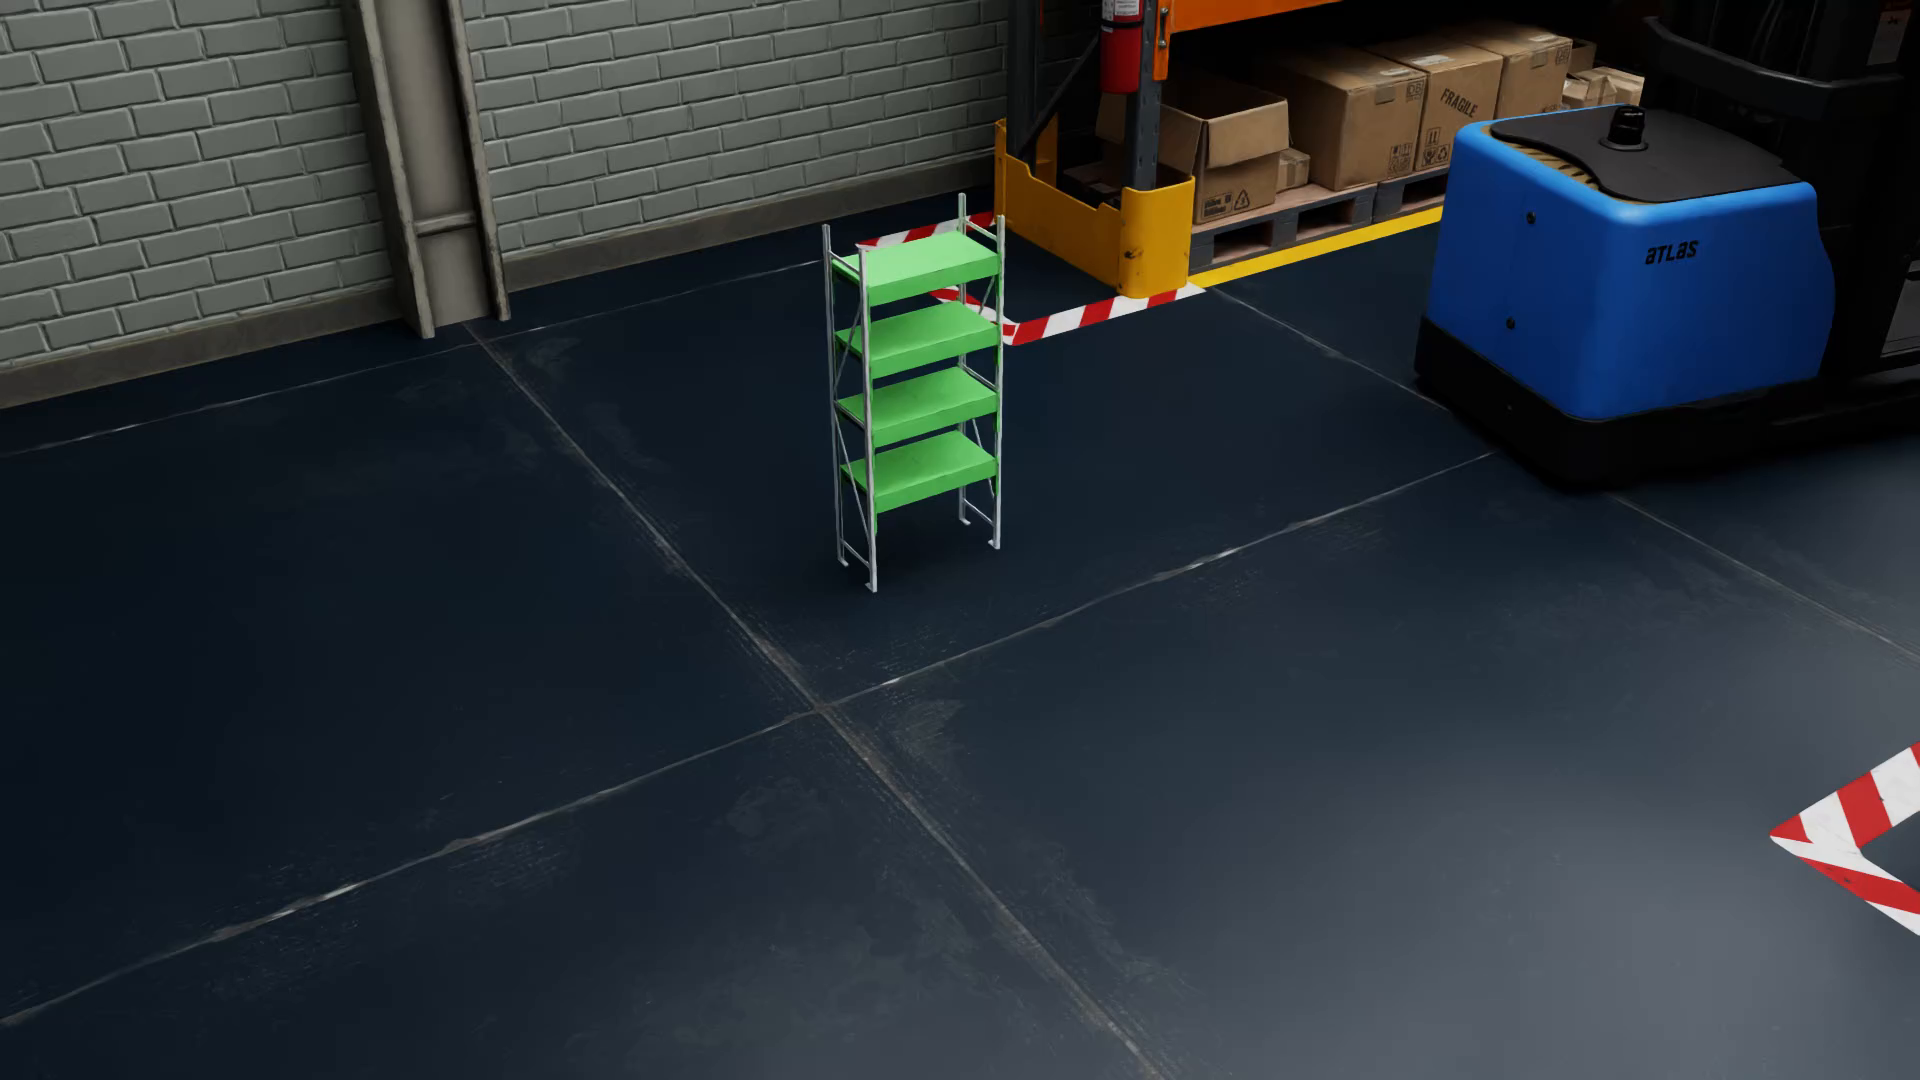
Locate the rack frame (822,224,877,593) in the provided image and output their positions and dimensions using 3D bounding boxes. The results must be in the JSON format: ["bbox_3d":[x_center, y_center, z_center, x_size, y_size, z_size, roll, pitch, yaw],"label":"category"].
[{"bbox_3d":[-0.344,-0.389,5.242,0.015,1.200,0.240,-19,37,-27],"label":"rack frame"}]

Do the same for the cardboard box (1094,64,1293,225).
[{"bbox_3d":[1.106,-1.883,7.869,0.637,0.503,0.797,-21,38,-29],"label":"cardboard box"}]

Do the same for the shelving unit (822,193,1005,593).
[{"bbox_3d":[-0.139,-0.460,5.354,0.503,1.200,0.258,-19,37,-27],"label":"shelving unit"}]

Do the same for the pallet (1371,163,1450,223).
[{"bbox_3d":[2.298,-2.050,8.803,1.213,0.211,1.003,-19,37,-27],"label":"pallet"}]

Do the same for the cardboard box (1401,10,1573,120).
[{"bbox_3d":[2.718,-2.411,8.710,0.500,0.500,0.700,-20,38,-29],"label":"cardboard box"}]

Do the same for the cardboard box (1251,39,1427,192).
[{"bbox_3d":[1.845,-2.111,8.234,0.500,0.500,0.700,-17,36,-25],"label":"cardboard box"}]

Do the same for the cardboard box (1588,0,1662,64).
[{"bbox_3d":[4.155,-3.178,9.925,0.500,0.500,0.500,-19,37,-27],"label":"cardboard box"}]

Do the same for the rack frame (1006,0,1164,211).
[{"bbox_3d":[0.540,-2.627,7.102,0.127,3.000,1.000,-19,37,-27],"label":"rack frame"}]

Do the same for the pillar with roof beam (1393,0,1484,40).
[{"bbox_3d":[5.161,-4.593,4.596,0.400,9.000,9.100,-19,37,-27],"label":"pillar with roof beam"}]

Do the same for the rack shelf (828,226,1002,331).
[{"bbox_3d":[-0.139,-0.812,5.132,0.480,0.148,0.258,-19,37,-27],"label":"rack shelf"}]

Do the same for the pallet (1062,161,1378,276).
[{"bbox_3d":[1.274,-1.700,8.247,1.213,0.211,1.003,-19,37,-27],"label":"pallet"}]

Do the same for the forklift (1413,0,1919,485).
[{"bbox_3d":[3.400,-1.918,6.044,3.031,2.935,1.130,-11,34,-17],"label":"forklift"}]

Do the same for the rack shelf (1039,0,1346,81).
[{"bbox_3d":[2.221,-2.900,8.211,4.000,0.370,1.077,-19,37,-27],"label":"rack shelf"}]

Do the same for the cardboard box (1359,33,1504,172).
[{"bbox_3d":[2.344,-2.219,8.405,0.500,0.500,0.500,-18,37,-26],"label":"cardboard box"}]

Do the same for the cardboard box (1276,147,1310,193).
[{"bbox_3d":[1.484,-1.838,8.131,0.250,0.149,0.380,-21,38,-29],"label":"cardboard box"}]

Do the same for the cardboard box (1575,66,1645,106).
[{"bbox_3d":[3.593,-2.462,9.120,0.250,0.149,0.380,-20,37,-29],"label":"cardboard box"}]

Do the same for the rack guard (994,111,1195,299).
[{"bbox_3d":[0.604,-1.591,7.804,0.348,0.500,1.175,-19,37,-27],"label":"rack guard"}]

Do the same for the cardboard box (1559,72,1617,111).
[{"bbox_3d":[3.293,-2.408,8.925,0.258,0.266,0.396,-18,36,-26],"label":"cardboard box"}]

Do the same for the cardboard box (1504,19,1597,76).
[{"bbox_3d":[3.219,-2.738,9.406,0.500,0.311,0.500,-18,36,-26],"label":"cardboard box"}]

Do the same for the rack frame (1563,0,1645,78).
[{"bbox_3d":[3.902,-3.783,8.935,0.127,3.000,1.000,-19,37,-27],"label":"rack frame"}]

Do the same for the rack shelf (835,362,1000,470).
[{"bbox_3d":[-0.139,-0.406,5.388,0.480,0.148,0.258,-19,37,-27],"label":"rack shelf"}]

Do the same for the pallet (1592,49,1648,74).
[{"bbox_3d":[4.565,-2.855,10.079,1.213,0.211,1.003,-19,37,-27],"label":"pallet"}]

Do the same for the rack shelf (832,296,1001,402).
[{"bbox_3d":[-0.139,-0.609,5.260,0.480,0.148,0.258,-19,37,-27],"label":"rack shelf"}]

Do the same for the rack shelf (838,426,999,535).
[{"bbox_3d":[-0.139,-0.203,5.516,0.480,0.148,0.258,-19,37,-27],"label":"rack shelf"}]

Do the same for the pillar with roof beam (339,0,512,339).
[{"bbox_3d":[0.118,-2.858,1.846,0.400,9.000,9.100,-19,37,-27],"label":"pillar with roof beam"}]

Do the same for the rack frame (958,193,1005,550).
[{"bbox_3d":[0.066,-0.530,5.466,0.015,1.200,0.240,-19,37,-27],"label":"rack frame"}]

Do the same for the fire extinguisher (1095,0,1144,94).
[{"bbox_3d":[0.667,-2.186,6.826,0.183,0.674,0.296,-19,37,-27],"label":"fire extinguisher"}]
